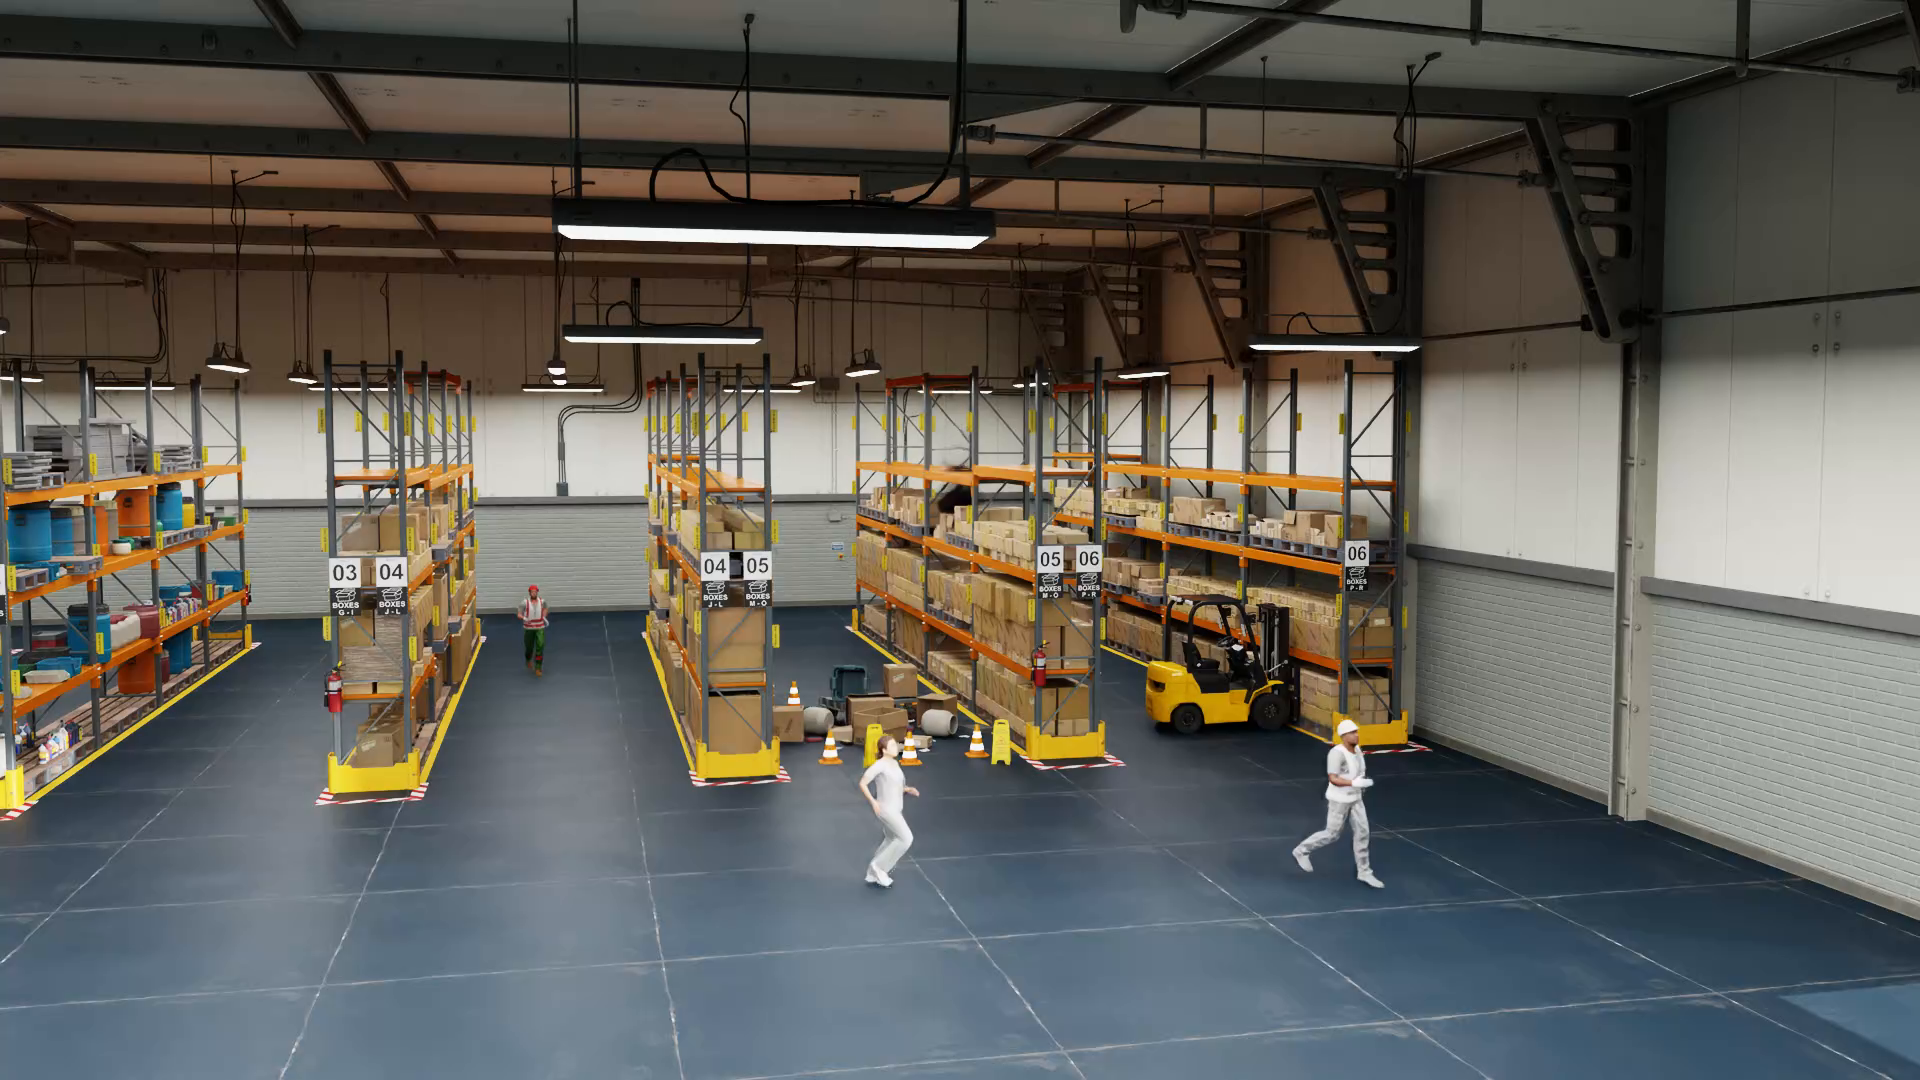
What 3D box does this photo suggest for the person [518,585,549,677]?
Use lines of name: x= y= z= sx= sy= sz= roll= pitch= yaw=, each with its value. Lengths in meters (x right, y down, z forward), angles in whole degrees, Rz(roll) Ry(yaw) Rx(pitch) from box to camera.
person: x=-8.535 y=1.787 z=33.282 sx=0.618 sy=1.798 sz=0.974 roll=-2 pitch=4 yaw=-22

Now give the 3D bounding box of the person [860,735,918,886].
person: x=-0.741 y=2.922 z=17.927 sx=0.628 sy=1.635 sz=0.546 roll=2 pitch=4 yaw=21

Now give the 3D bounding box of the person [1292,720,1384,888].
person: x=4.163 y=2.843 z=18.165 sx=0.997 sy=1.793 sz=0.694 roll=3 pitch=5 yaw=41
